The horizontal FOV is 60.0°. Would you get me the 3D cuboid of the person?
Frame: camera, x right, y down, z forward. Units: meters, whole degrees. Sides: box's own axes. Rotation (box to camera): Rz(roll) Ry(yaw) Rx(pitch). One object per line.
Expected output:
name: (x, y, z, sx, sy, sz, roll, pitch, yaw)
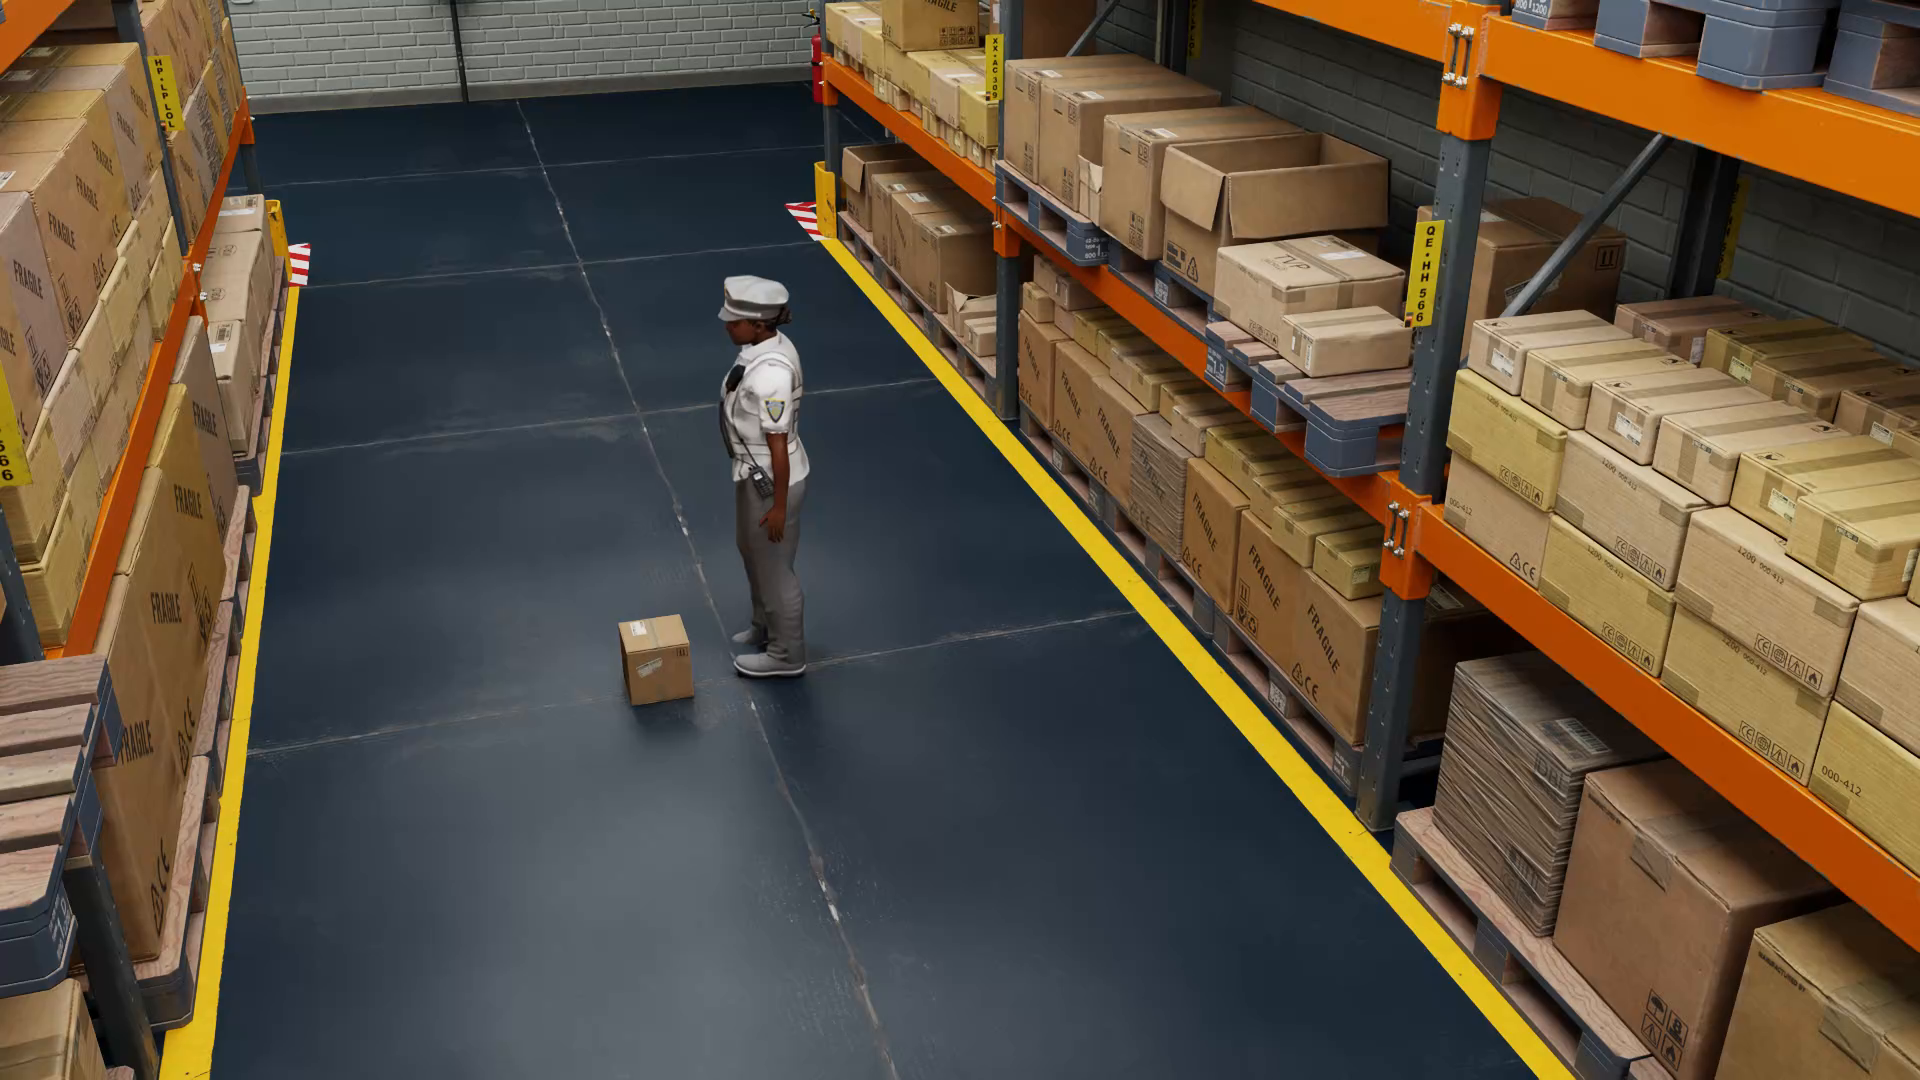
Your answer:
person: (-0.779, -0.219, 6.581, 0.371, 1.722, 0.545, -3, 27, -6)
